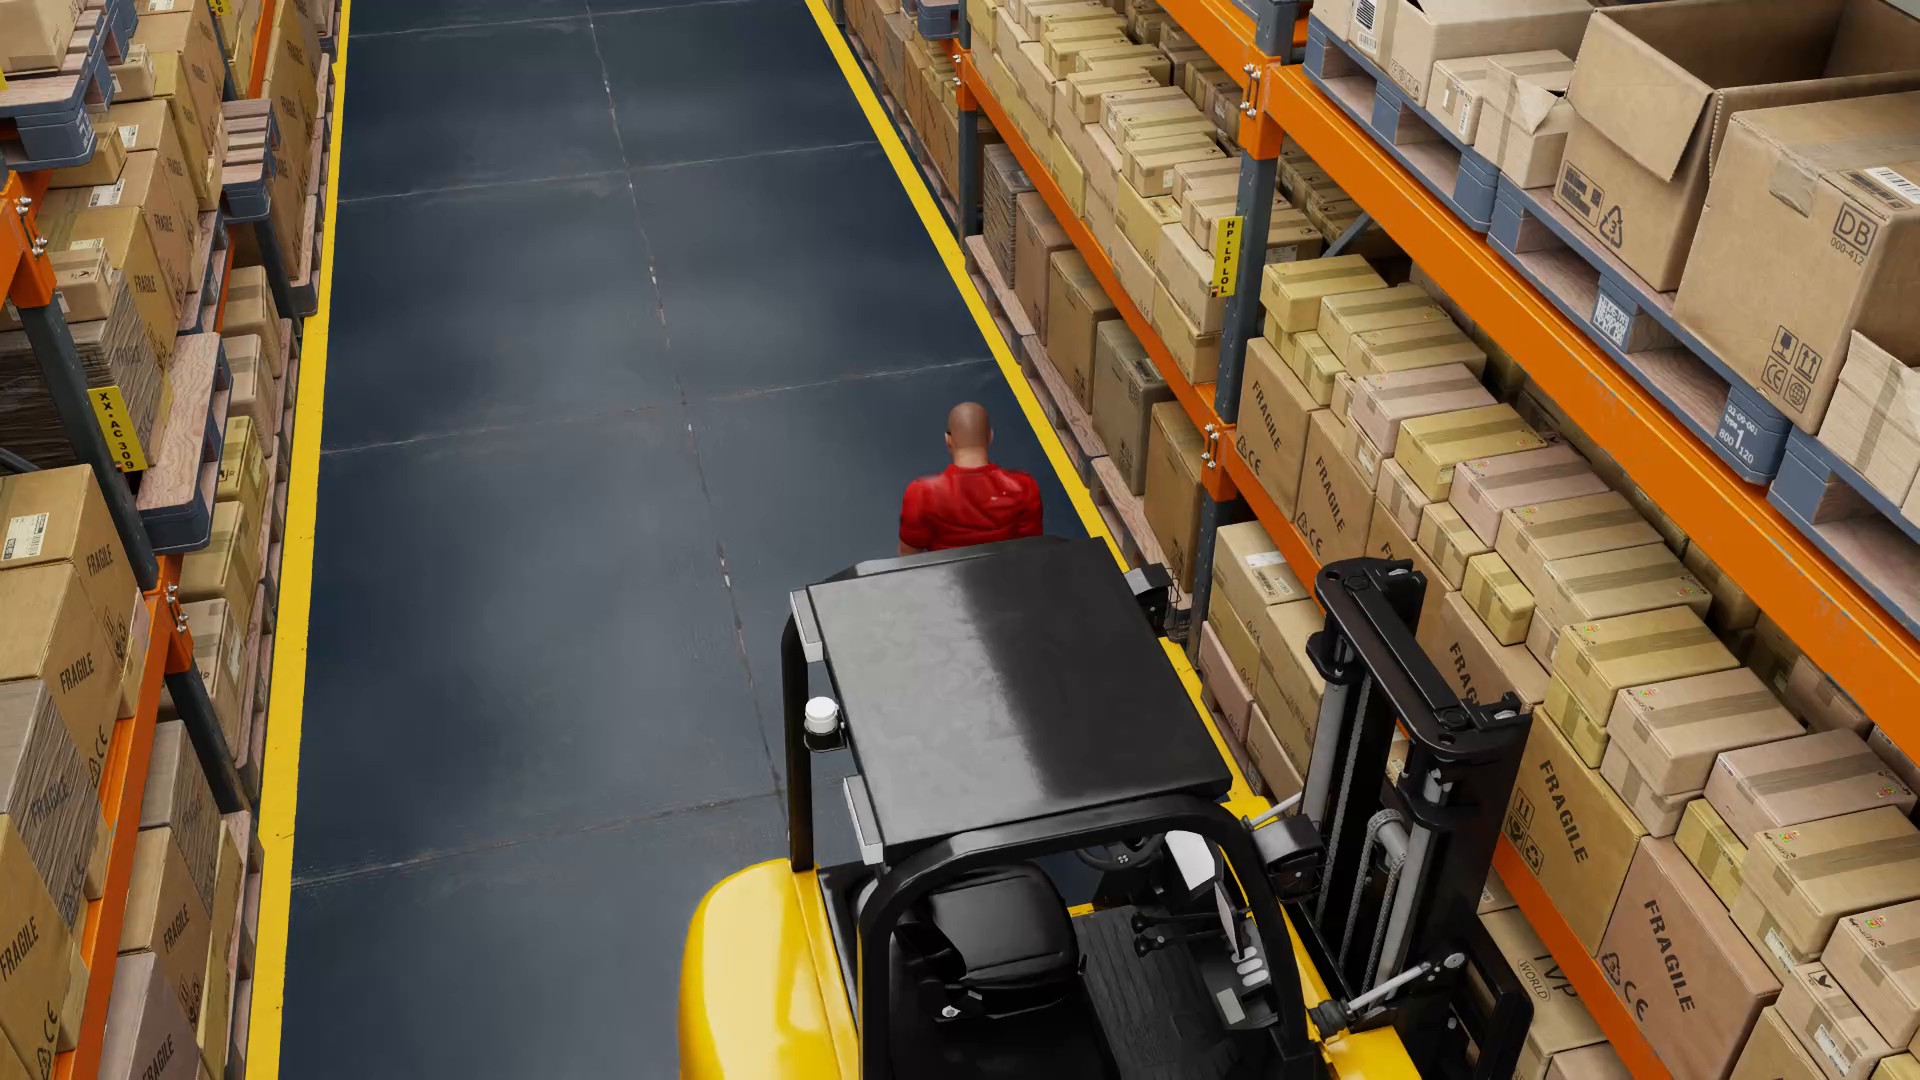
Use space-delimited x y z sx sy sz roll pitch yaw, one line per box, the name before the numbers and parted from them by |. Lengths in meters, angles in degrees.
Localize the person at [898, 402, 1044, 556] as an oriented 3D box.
person | 0.039 0.232 6.465 0.547 1.699 0.383 -2 38 -3
